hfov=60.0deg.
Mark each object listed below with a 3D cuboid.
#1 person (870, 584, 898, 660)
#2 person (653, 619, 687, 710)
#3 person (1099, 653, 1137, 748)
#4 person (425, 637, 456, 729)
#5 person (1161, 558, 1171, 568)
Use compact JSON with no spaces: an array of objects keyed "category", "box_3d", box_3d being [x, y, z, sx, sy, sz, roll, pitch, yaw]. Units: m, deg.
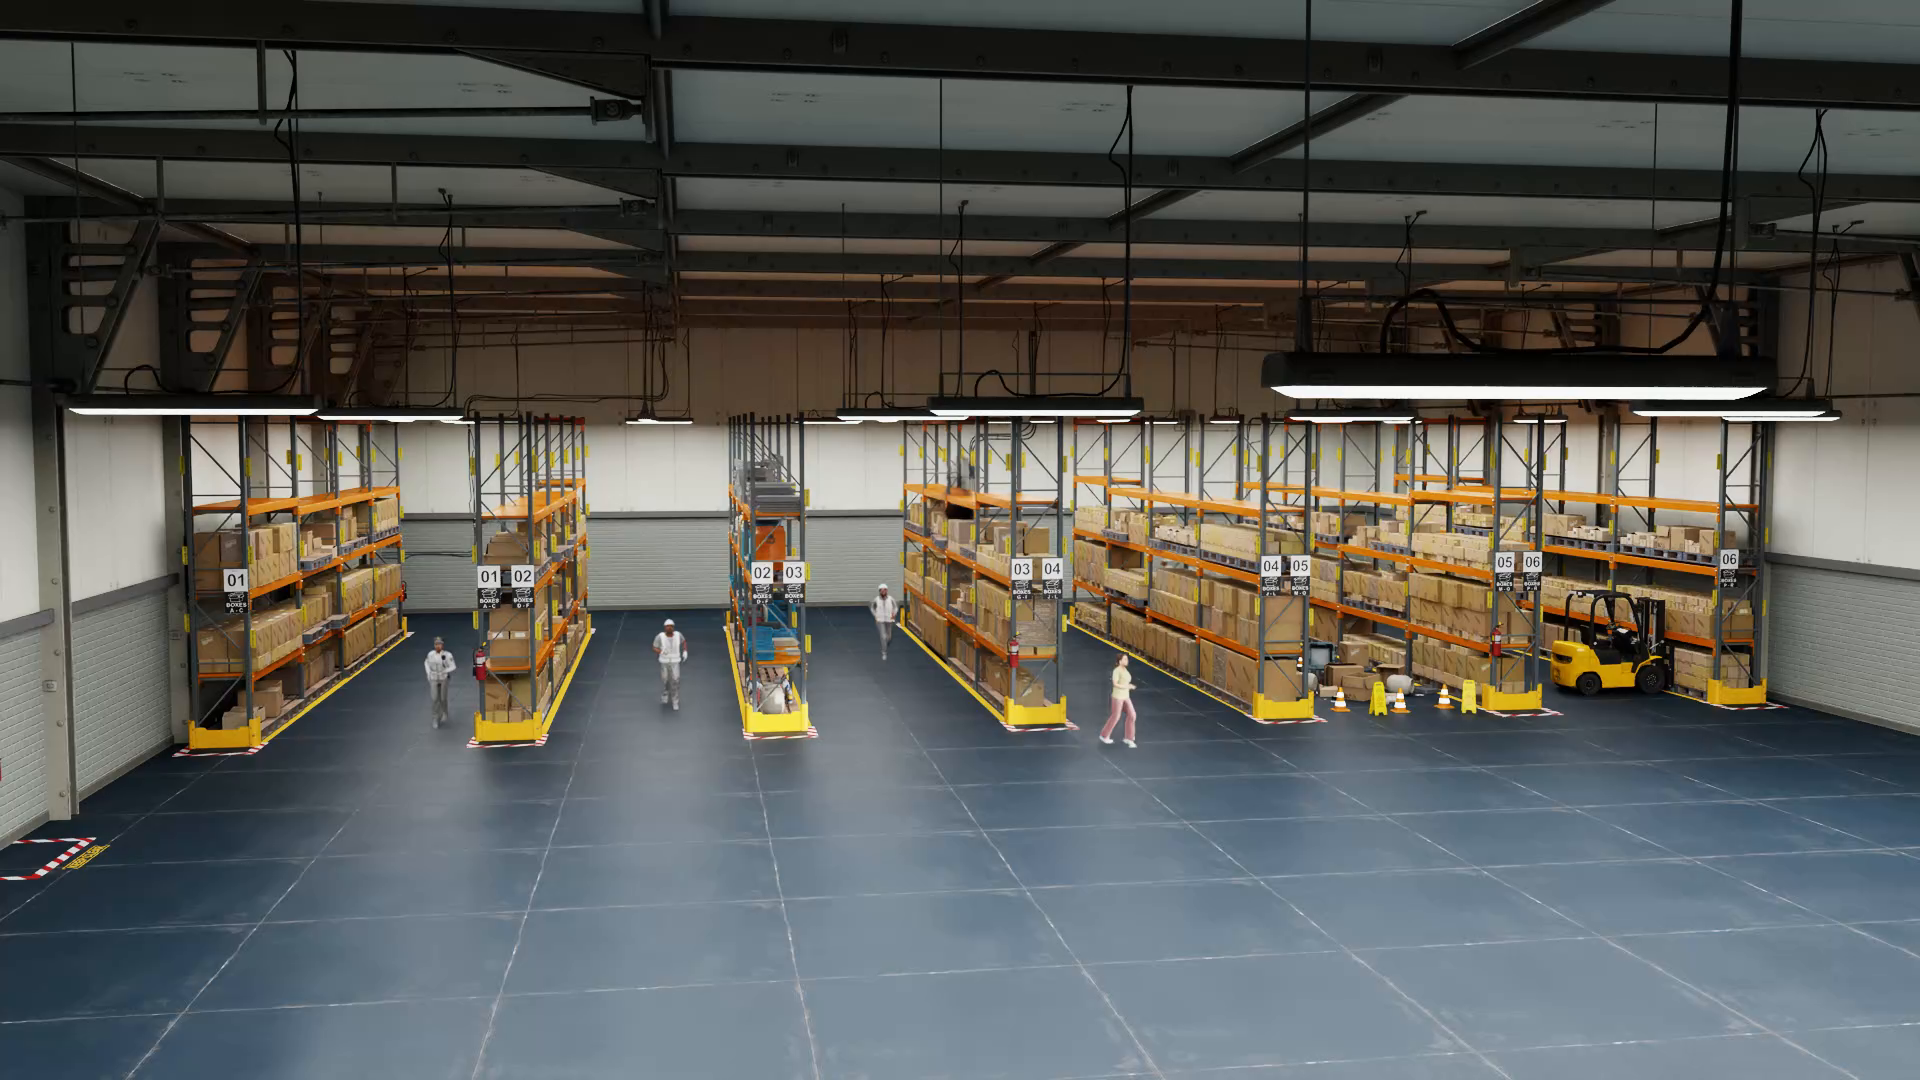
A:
[{"category":"person","box_3d":[-1.770,1.913,39.022,0.659,1.767,0.627,-1,4,-9]},{"category":"person","box_3d":[-5.915,2.535,33.913,0.703,1.857,0.786,-1,4,-16]},{"category":"person","box_3d":[2.846,2.876,29.762,0.735,1.741,0.589,3,5,34]},{"category":"person","box_3d":[-9.975,2.709,31.888,0.607,1.733,0.768,0,4,-7]},{"category":"person","box_3d":[6.265,1.419,50.388,0.852,1.816,0.670,0,4,0]}]
